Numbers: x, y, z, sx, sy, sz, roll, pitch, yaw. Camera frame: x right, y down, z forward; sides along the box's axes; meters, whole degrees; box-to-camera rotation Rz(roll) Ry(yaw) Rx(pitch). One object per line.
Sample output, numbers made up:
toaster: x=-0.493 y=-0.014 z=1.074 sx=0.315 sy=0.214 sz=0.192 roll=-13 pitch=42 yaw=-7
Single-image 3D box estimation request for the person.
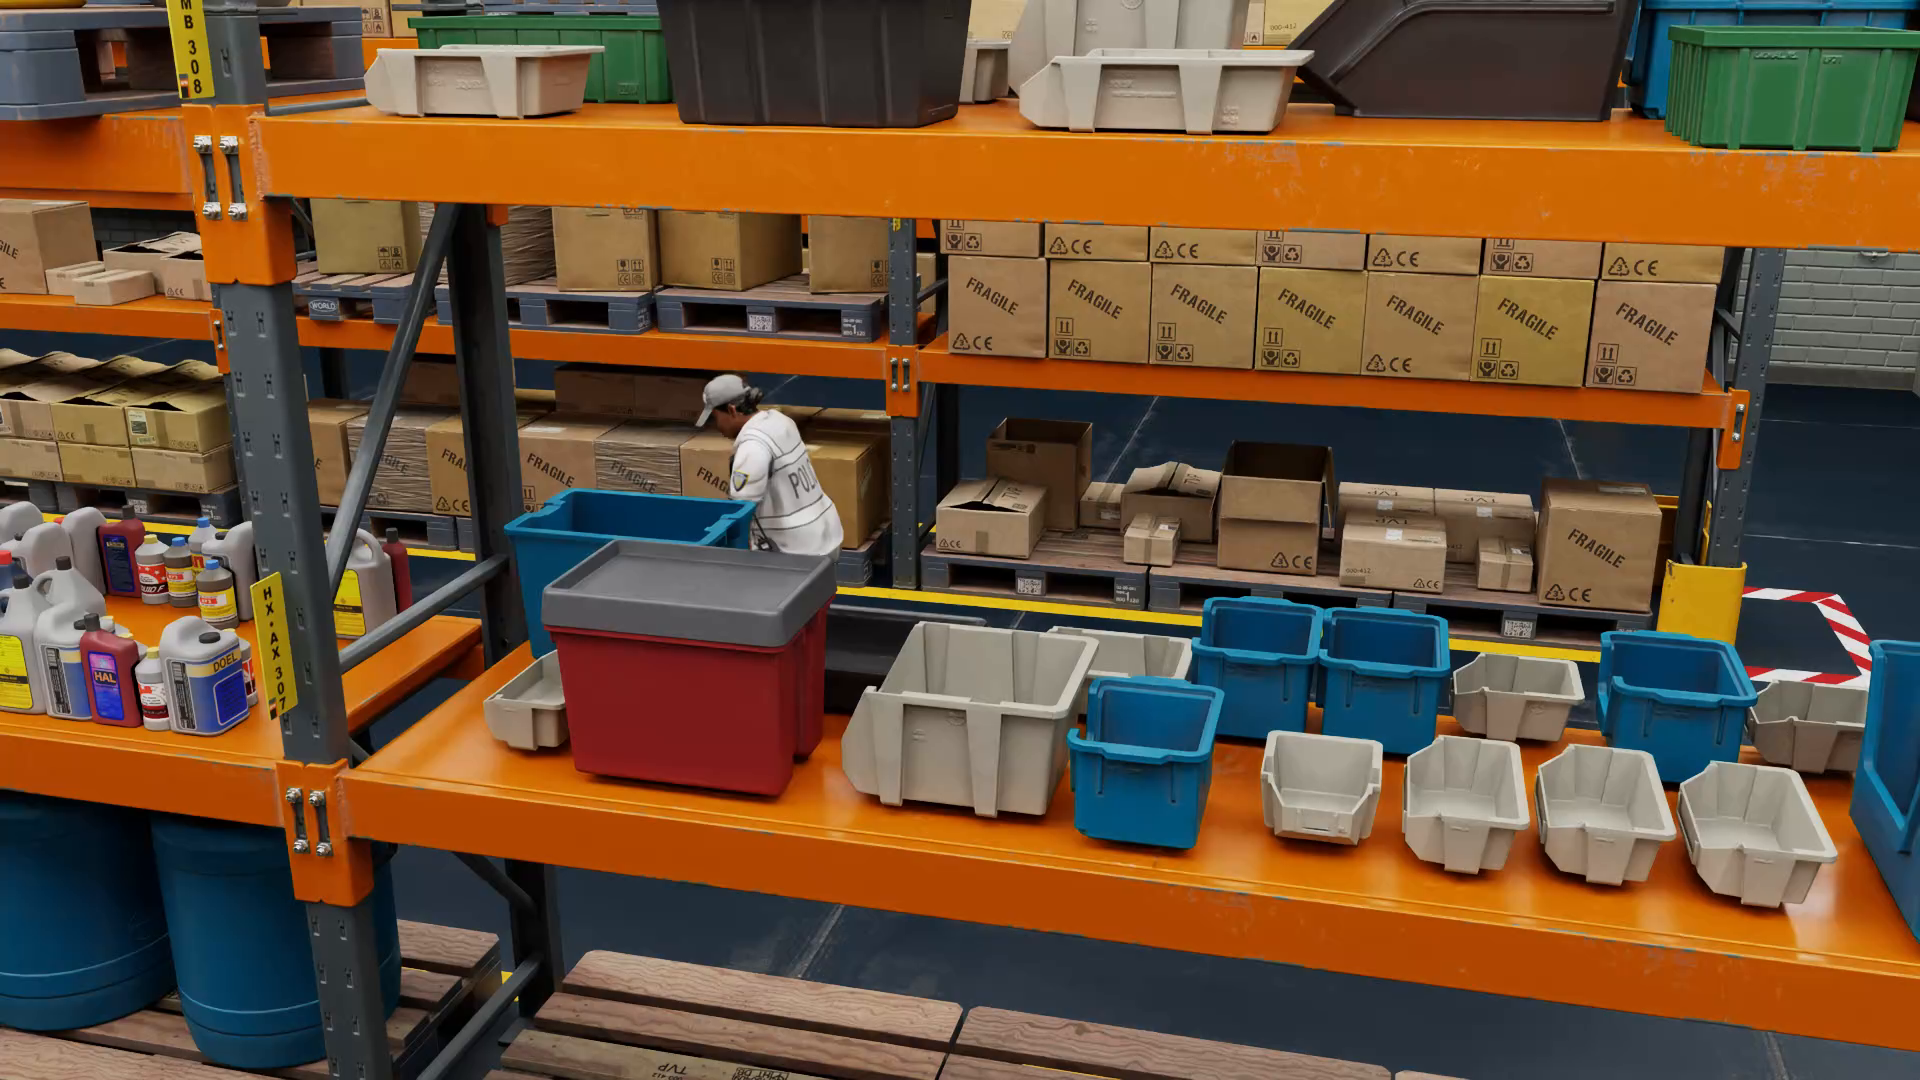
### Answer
person: x=-0.814 y=0.058 z=7.100 sx=0.591 sy=1.541 sz=0.519 roll=5 pitch=19 yaw=14
